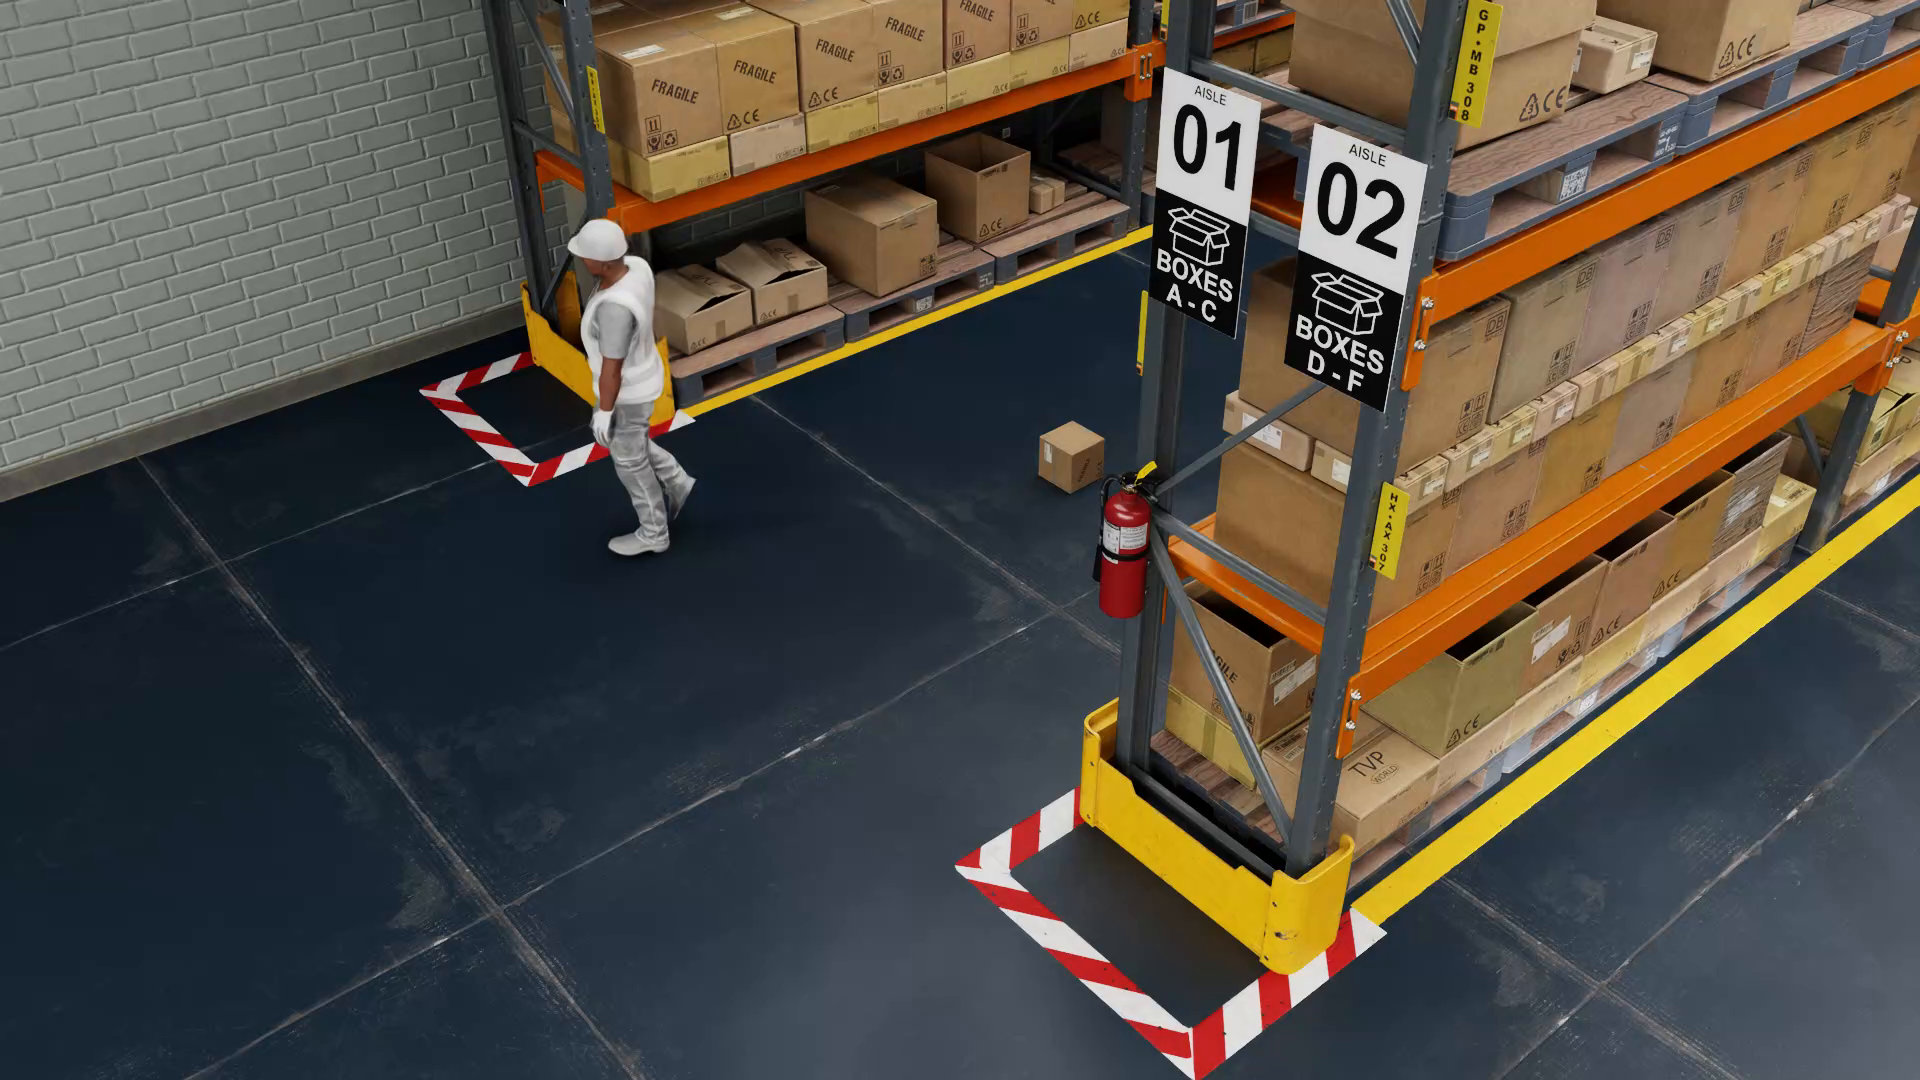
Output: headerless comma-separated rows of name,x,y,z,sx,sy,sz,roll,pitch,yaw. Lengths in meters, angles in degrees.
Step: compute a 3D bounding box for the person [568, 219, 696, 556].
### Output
person,-1.593,-0.741,8.053,0.494,1.777,0.599,-1,36,-2
